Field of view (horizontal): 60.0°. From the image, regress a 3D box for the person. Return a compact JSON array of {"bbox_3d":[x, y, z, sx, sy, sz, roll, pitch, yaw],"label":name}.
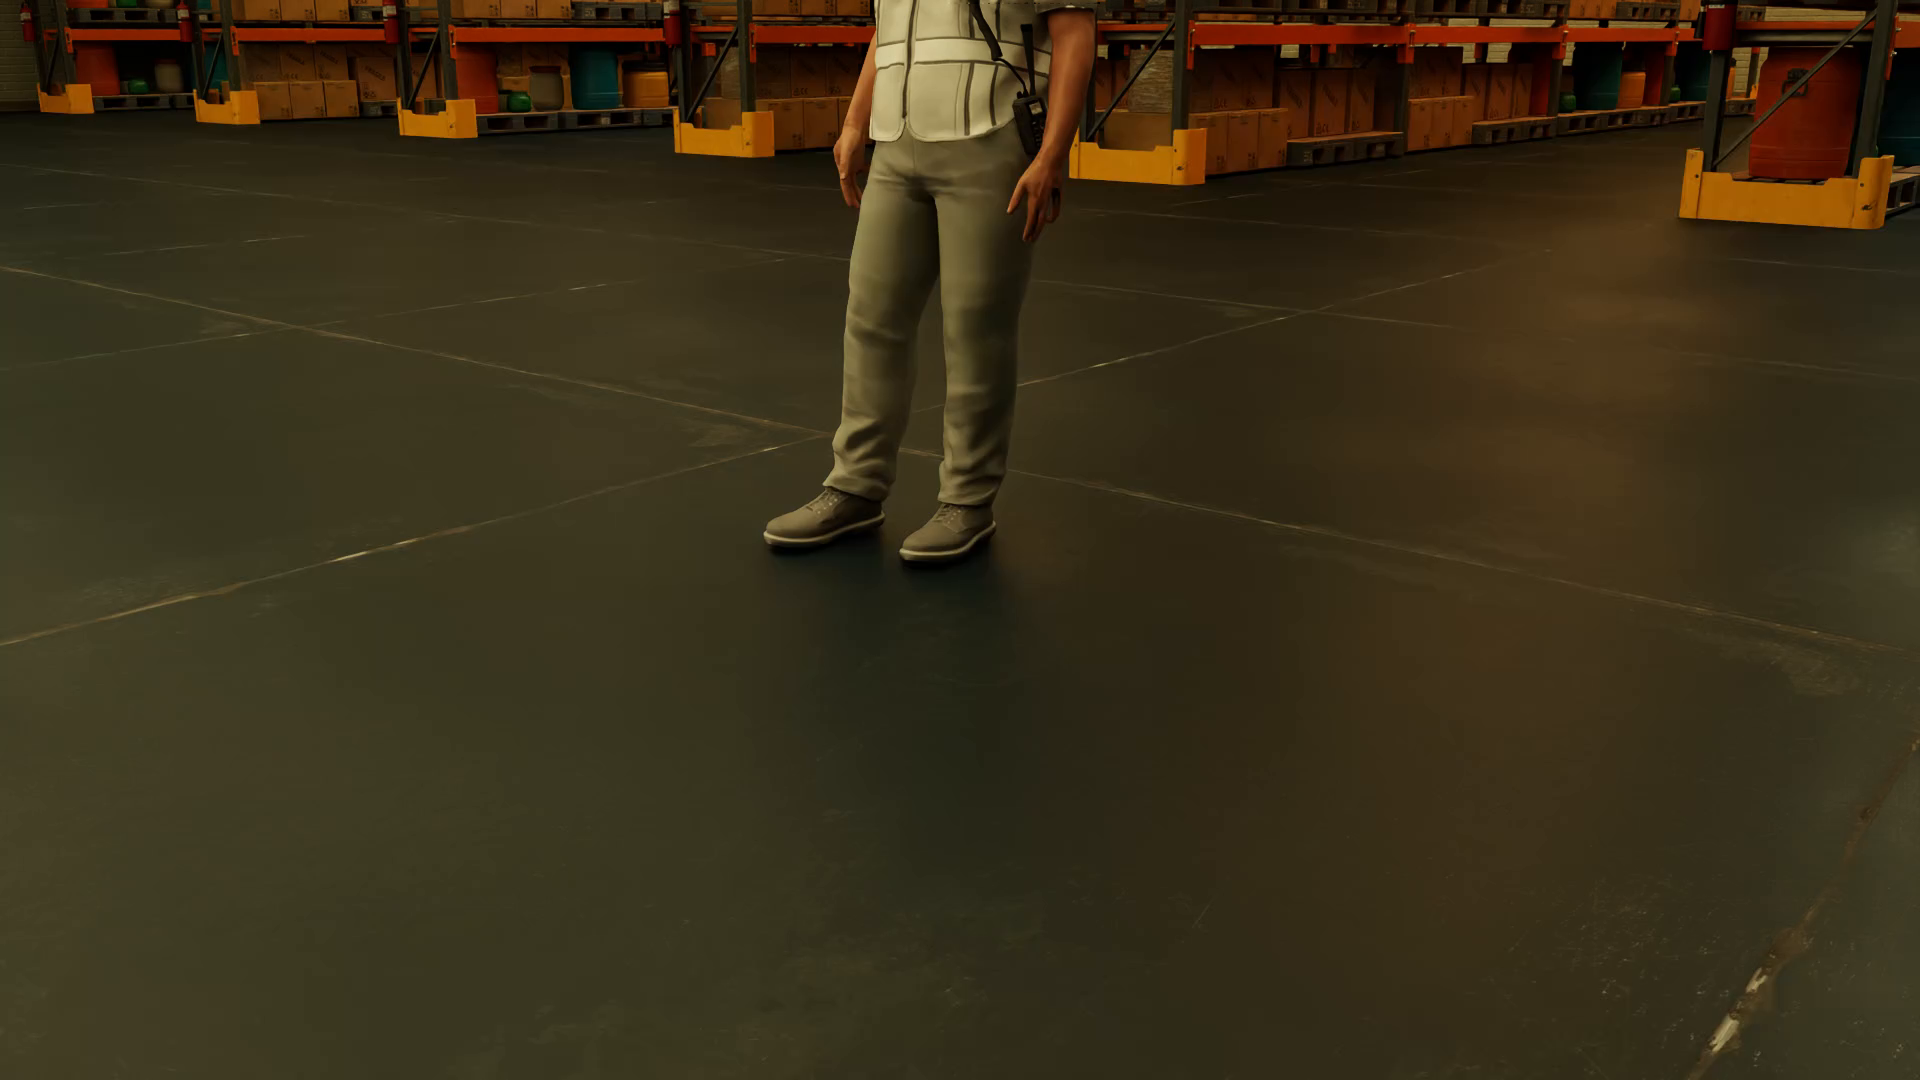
[{"bbox_3d":[-0.058,-0.845,3.630,0.641,1.781,0.574,13,21,37],"label":"person"}]
